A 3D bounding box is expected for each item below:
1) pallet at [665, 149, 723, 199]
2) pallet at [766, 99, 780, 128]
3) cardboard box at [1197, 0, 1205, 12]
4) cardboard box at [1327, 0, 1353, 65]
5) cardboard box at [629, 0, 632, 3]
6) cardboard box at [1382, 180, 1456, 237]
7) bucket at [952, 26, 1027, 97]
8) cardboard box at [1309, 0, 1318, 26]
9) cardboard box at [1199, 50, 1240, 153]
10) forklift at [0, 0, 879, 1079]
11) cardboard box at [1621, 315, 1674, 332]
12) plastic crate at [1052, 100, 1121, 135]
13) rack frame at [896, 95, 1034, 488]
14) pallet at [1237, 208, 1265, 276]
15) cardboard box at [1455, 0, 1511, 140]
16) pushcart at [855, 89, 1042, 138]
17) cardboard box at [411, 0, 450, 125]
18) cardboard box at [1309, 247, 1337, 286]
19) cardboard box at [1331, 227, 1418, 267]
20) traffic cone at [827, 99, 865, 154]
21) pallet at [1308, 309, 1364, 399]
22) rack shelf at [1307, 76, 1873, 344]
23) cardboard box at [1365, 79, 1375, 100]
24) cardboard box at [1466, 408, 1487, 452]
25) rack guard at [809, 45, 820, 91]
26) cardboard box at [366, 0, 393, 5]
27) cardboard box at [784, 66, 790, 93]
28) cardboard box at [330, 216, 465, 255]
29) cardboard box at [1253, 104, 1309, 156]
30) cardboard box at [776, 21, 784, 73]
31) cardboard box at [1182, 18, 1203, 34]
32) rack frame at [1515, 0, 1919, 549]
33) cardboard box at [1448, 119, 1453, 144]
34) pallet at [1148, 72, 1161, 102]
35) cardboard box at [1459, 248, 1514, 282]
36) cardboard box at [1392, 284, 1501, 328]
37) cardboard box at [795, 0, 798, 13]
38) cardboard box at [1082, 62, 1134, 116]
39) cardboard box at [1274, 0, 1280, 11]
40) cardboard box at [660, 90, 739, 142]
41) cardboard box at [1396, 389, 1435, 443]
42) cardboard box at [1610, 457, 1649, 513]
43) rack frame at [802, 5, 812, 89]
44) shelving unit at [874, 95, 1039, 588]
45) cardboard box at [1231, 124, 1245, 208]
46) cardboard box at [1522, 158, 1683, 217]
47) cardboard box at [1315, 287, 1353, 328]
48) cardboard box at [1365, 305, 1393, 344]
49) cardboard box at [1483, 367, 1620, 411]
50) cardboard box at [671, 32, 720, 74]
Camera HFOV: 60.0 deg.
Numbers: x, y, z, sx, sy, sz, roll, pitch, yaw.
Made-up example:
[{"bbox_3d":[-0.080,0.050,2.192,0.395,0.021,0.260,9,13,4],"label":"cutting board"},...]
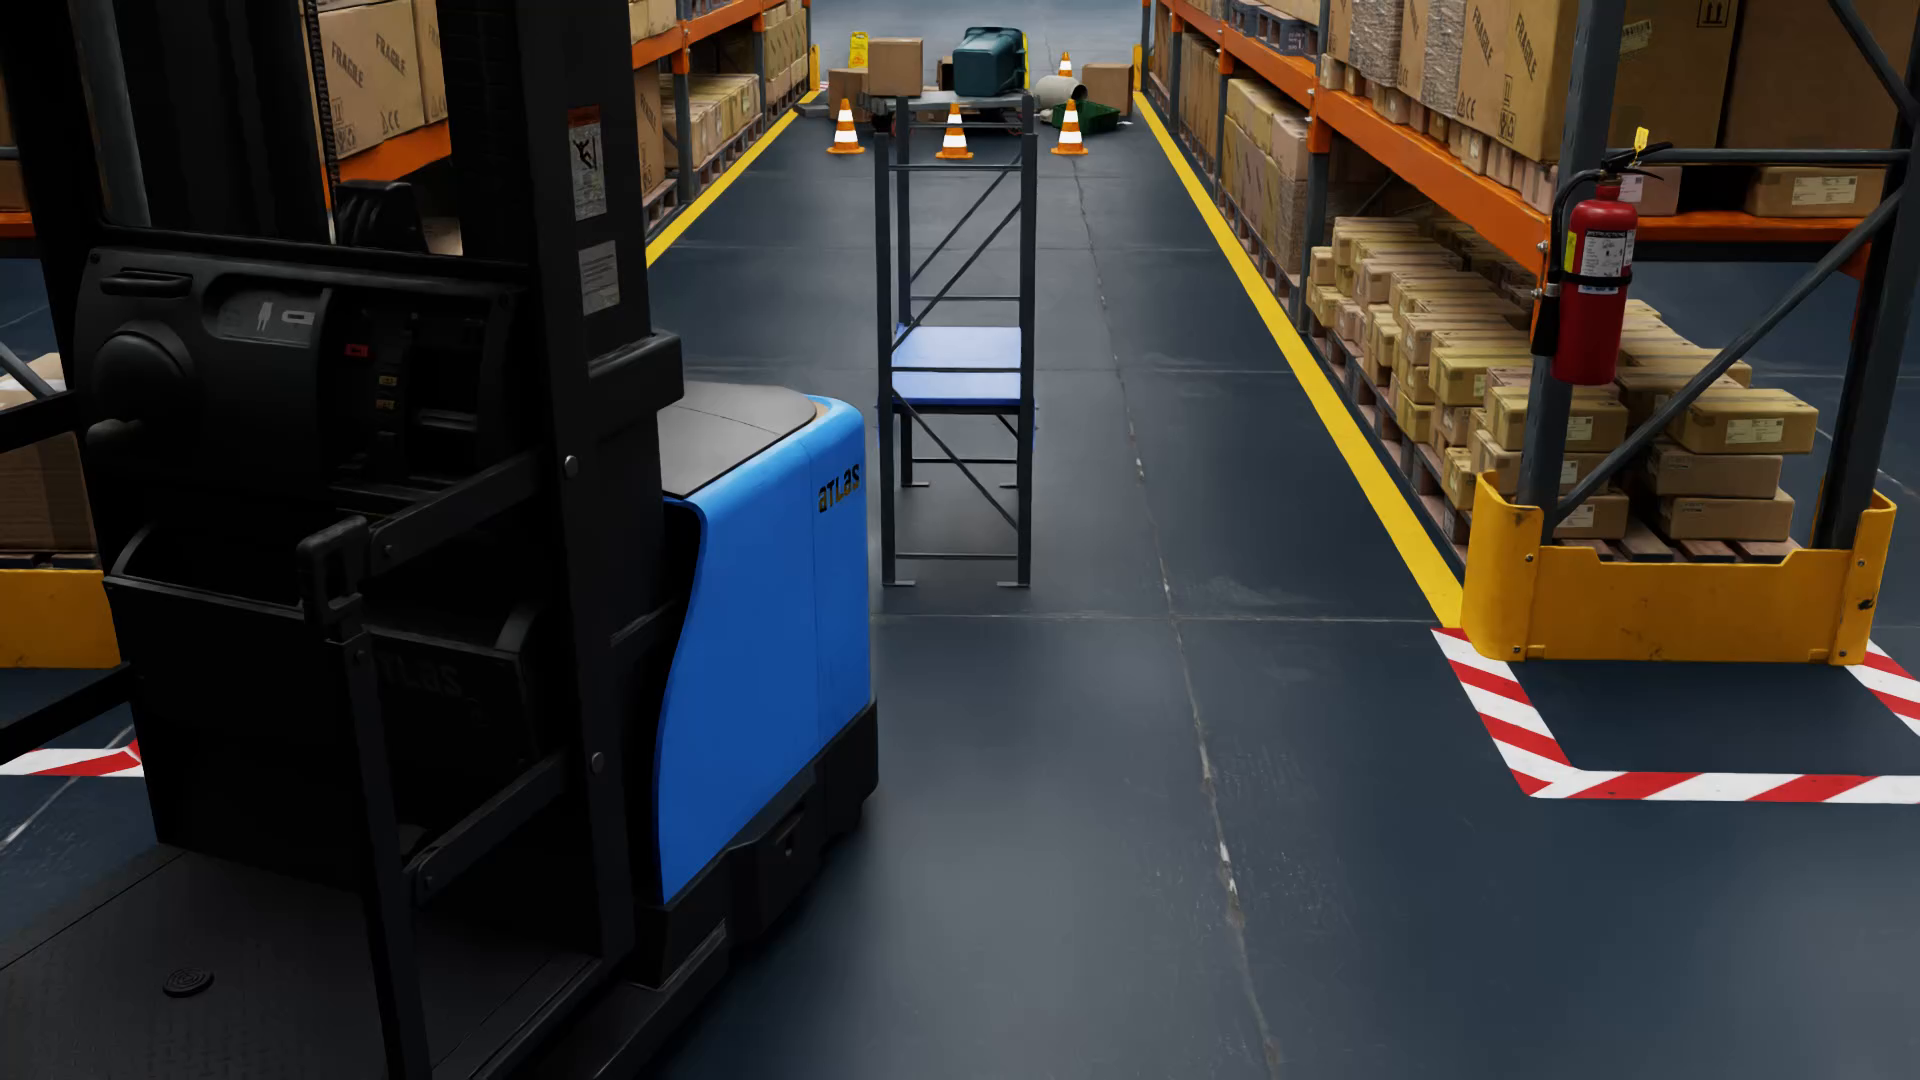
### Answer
[{"bbox_3d":[-2.499,-2.950,13.340,1.003,0.211,1.213,1,21,2],"label":"pallet"},{"bbox_3d":[-2.417,-4.357,16.966,1.003,0.211,1.213,1,21,2],"label":"pallet"},{"bbox_3d":[2.204,-4.523,13.401,0.500,0.500,0.500,0,21,1],"label":"cardboard box"},{"bbox_3d":[2.038,-2.512,7.808,0.500,0.500,0.500,0,21,1],"label":"cardboard box"},{"bbox_3d":[-2.307,-3.394,10.146,0.500,0.250,0.500,0,21,0],"label":"cardboard box"},{"bbox_3d":[2.593,-1.798,9.391,0.500,0.500,0.500,1,21,4],"label":"cardboard box"},{"bbox_3d":[0.248,-4.653,16.298,0.726,0.611,0.620,8,33,20],"label":"bucket"},{"bbox_3d":[2.136,-2.912,9.153,0.380,0.149,0.250,1,21,1],"label":"cardboard box"},{"bbox_3d":[2.559,-3.632,13.772,1.050,0.750,0.750,1,21,2],"label":"cardboard box"},{"bbox_3d":[-1.231,-0.268,2.668,1.130,2.935,3.031,8,23,20],"label":"forklift"},{"bbox_3d":[2.506,-0.768,6.400,0.380,0.149,0.250,1,21,4],"label":"cardboard box"},{"bbox_3d":[1.244,-4.189,16.486,0.450,0.188,0.662,23,29,25],"label":"plastic crate"},{"bbox_3d":[0.018,-0.914,6.311,0.500,1.500,0.032,1,21,2],"label":"rack frame"},{"bbox_3d":[2.362,-1.927,10.704,1.003,0.211,1.213,1,21,2],"label":"pallet"},{"bbox_3d":[1.961,-1.594,5.440,0.500,0.500,0.500,0,21,1],"label":"cardboard box"},{"bbox_3d":[-0.122,-4.184,16.291,1.648,0.377,0.936,-7,22,-17],"label":"pushcart"},{"bbox_3d":[-2.415,-2.029,6.974,0.500,0.500,0.500,0,21,1],"label":"cardboard box"},{"bbox_3d":[1.974,-1.381,8.391,0.380,0.149,0.250,2,21,4],"label":"cardboard box"},{"bbox_3d":[2.020,-1.426,8.096,0.380,0.149,0.250,2,21,4],"label":"cardboard box"},{"bbox_3d":[-1.041,-3.767,15.098,0.336,0.463,0.334,1,21,2],"label":"traffic cone"},{"bbox_3d":[2.320,-0.960,8.211,1.003,0.211,1.213,1,21,2],"label":"pallet"},{"bbox_3d":[2.244,-1.445,6.600,1.077,0.370,4.000,1,21,2],"label":"rack shelf"},{"bbox_3d":[2.080,-2.096,7.632,0.380,0.149,0.250,0,21,-1],"label":"cardboard box"},{"bbox_3d":[1.976,-0.350,5.734,0.380,0.149,0.250,0,21,0],"label":"cardboard box"},{"bbox_3d":[-2.283,-5.667,19.944,1.175,0.500,0.348,1,21,2],"label":"rack guard"},{"bbox_3d":[-2.437,-2.312,6.319,0.500,0.500,0.500,1,21,2],"label":"cardboard box"},{"bbox_3d":[-2.096,-4.923,17.791,0.500,0.250,0.500,0,21,1],"label":"cardboard box"},{"bbox_3d":[-2.772,-1.297,8.185,0.875,0.438,0.875,0,21,1],"label":"cardboard box"},{"bbox_3d":[2.106,-2.532,10.247,0.500,0.250,0.500,0,21,-1],"label":"cardboard box"},{"bbox_3d":[-2.110,-5.081,17.162,0.500,0.500,0.500,1,21,4],"label":"cardboard box"},{"bbox_3d":[2.638,-4.828,16.681,0.875,0.875,0.875,1,21,2],"label":"cardboard box"},{"bbox_3d":[2.184,-1.057,4.606,1.000,3.000,0.127,1,21,2],"label":"rack frame"},{"bbox_3d":[2.038,-1.526,6.162,0.380,0.149,0.250,0,21,-1],"label":"cardboard box"},{"bbox_3d":[2.724,-5.252,19.273,1.003,0.211,1.213,1,21,2],"label":"pallet"},{"bbox_3d":[2.500,-1.240,7.616,0.380,0.149,0.250,1,21,3],"label":"cardboard box"},{"bbox_3d":[2.015,-0.960,6.895,0.380,0.149,0.250,1,21,2],"label":"cardboard box"},{"bbox_3d":[-1.999,-5.909,18.399,0.380,0.149,0.250,1,21,3],"label":"cardboard box"},{"bbox_3d":[1.570,-4.804,17.716,0.500,0.500,0.500,4,22,11],"label":"cardboard box"},{"bbox_3d":[2.173,-3.389,10.384,0.380,0.149,0.250,1,21,2],"label":"cardboard box"},{"bbox_3d":[-2.454,-3.683,14.427,0.950,0.372,0.625,1,21,3],"label":"cardboard box"},{"bbox_3d":[1.931,-0.487,6.499,0.380,0.149,0.250,0,21,-1],"label":"cardboard box"},{"bbox_3d":[2.446,-0.205,5.771,0.380,0.149,0.250,1,21,1],"label":"cardboard box"},{"bbox_3d":[-2.281,-6.860,19.562,1.000,3.000,0.127,1,21,2],"label":"rack frame"},{"bbox_3d":[0.003,-0.730,5.837,0.538,1.500,1.048,1,21,2],"label":"shelving unit"},{"bbox_3d":[2.139,-2.545,11.317,0.500,0.500,0.500,1,21,2],"label":"cardboard box"},{"bbox_3d":[1.911,-1.061,4.964,0.380,0.149,0.250,1,21,2],"label":"cardboard box"},{"bbox_3d":[1.965,-1.146,8.195,0.380,0.149,0.250,1,21,3],"label":"cardboard box"},{"bbox_3d":[1.971,-0.913,7.184,0.380,0.149,0.250,0,21,1],"label":"cardboard box"},{"bbox_3d":[2.012,-0.485,5.672,0.380,0.149,0.250,1,21,3],"label":"cardboard box"},{"bbox_3d":[-2.652,-4.894,16.679,0.500,0.500,0.500,0,21,1],"label":"cardboard box"}]
